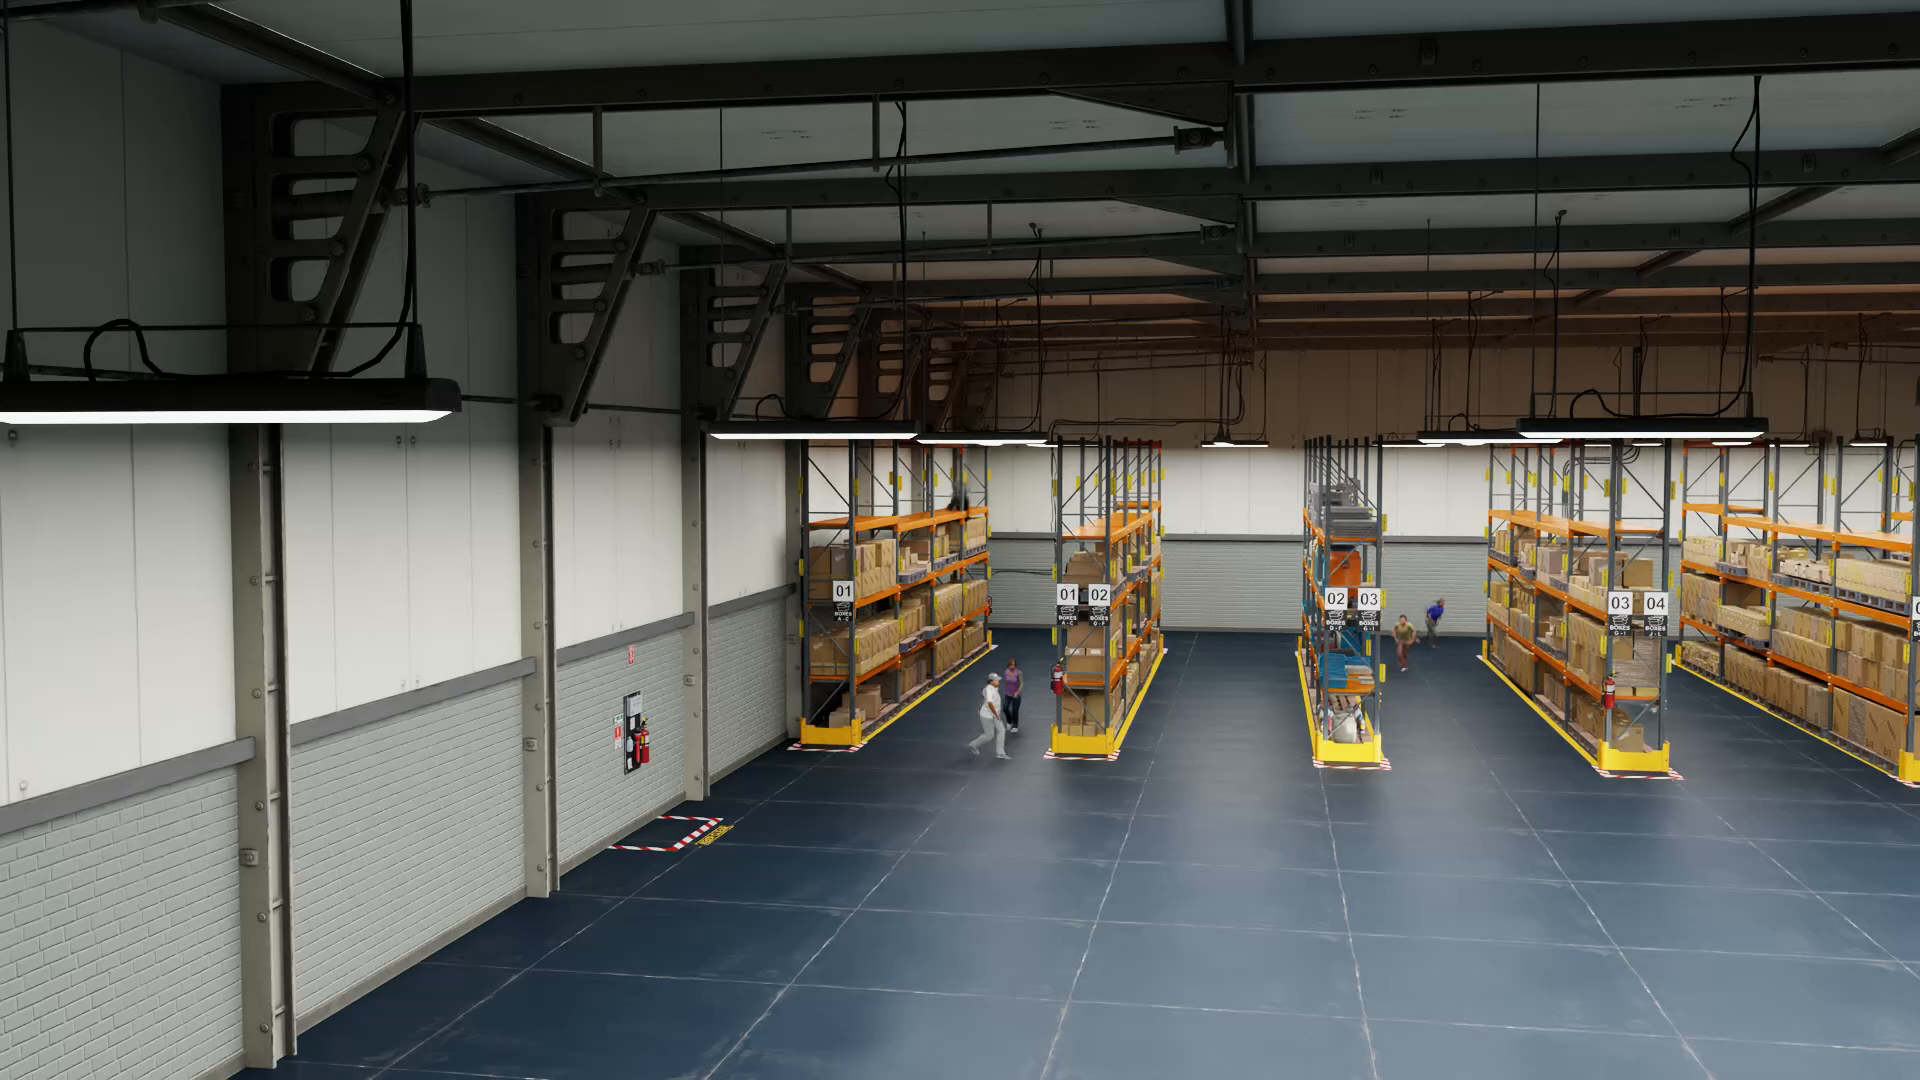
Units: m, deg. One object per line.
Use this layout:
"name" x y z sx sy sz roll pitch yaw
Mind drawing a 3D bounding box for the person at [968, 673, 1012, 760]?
"person" 0.520 3.269 30.714 0.828 1.634 0.681 1 3 14

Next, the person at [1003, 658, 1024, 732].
"person" 1.058 3.134 33.403 0.527 1.534 0.768 1 3 17

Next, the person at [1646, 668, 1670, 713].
"person" 15.249 3.039 36.452 0.553 1.459 1.079 1 3 17

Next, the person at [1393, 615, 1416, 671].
"person" 11.531 2.649 43.121 0.587 1.501 0.919 1 3 19

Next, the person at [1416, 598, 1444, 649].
"person" 13.609 2.398 48.099 0.571 1.477 0.971 -2 4 -32
